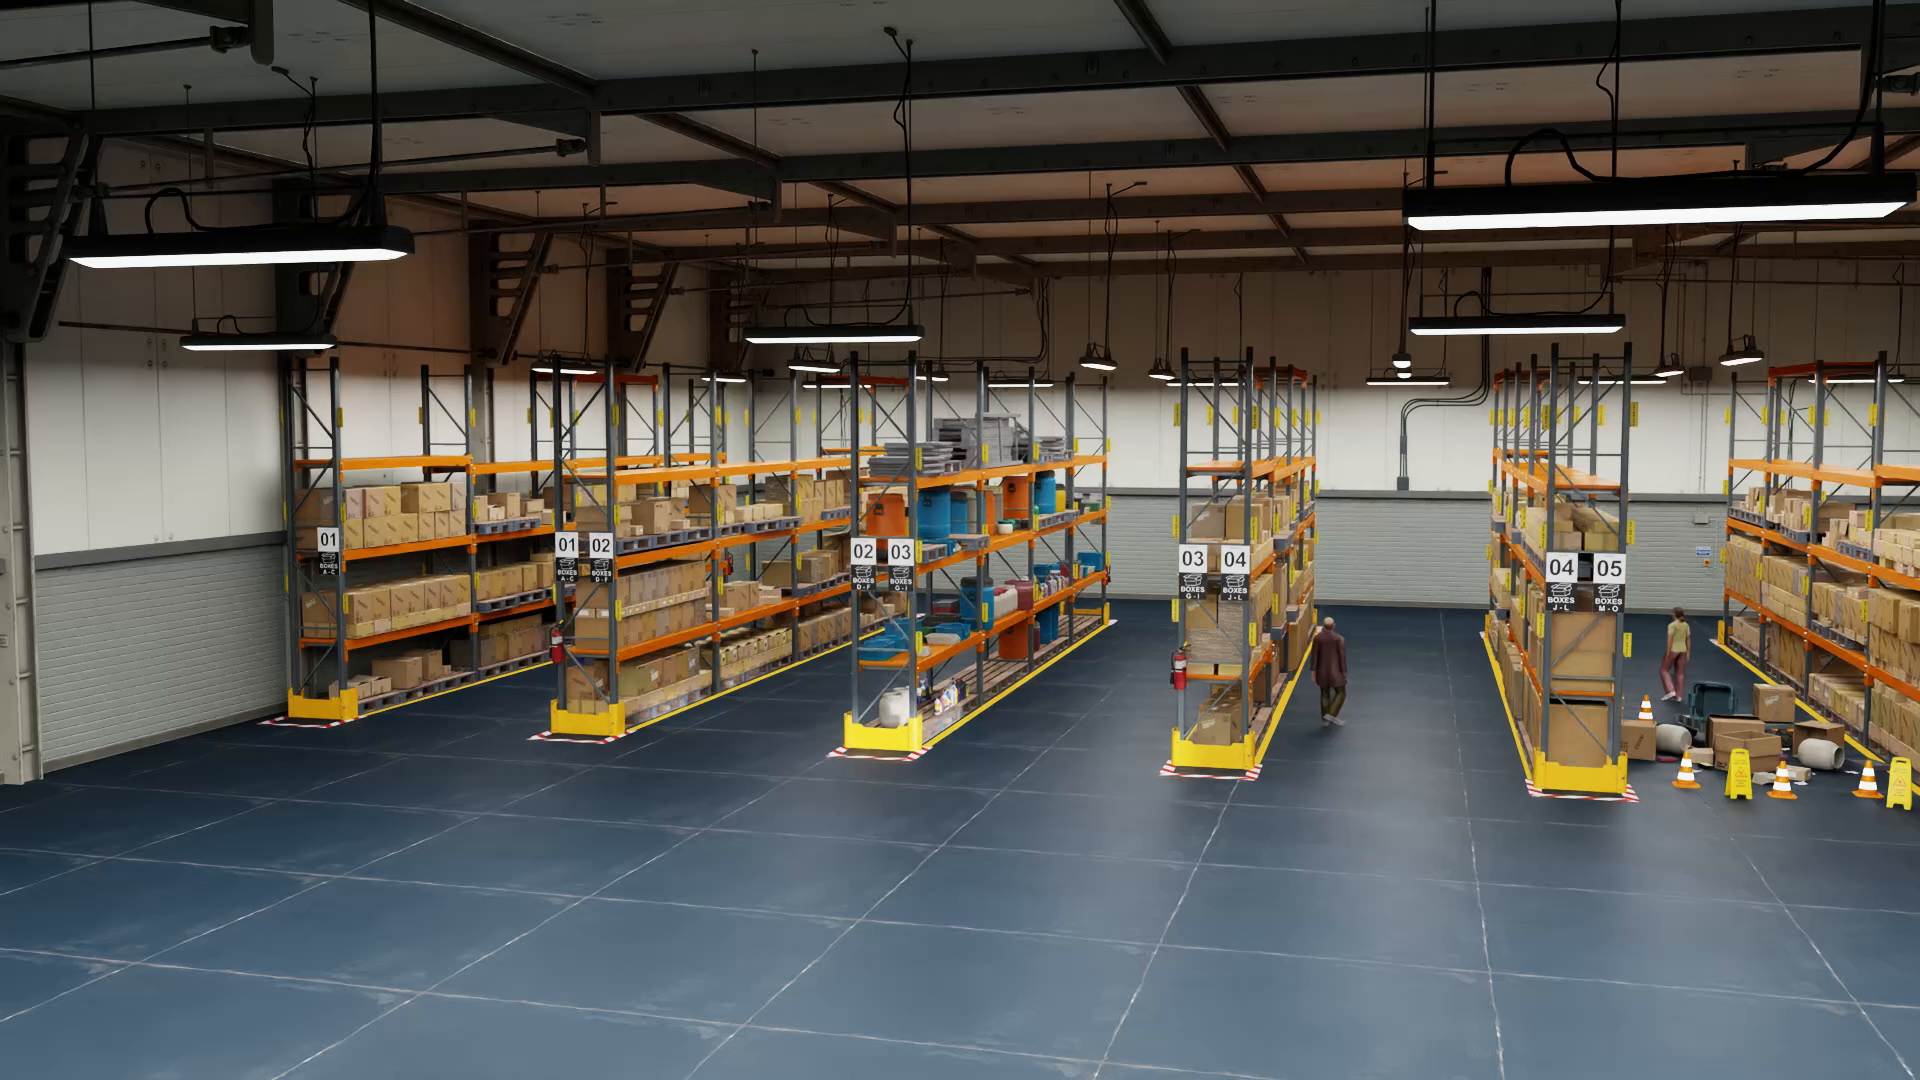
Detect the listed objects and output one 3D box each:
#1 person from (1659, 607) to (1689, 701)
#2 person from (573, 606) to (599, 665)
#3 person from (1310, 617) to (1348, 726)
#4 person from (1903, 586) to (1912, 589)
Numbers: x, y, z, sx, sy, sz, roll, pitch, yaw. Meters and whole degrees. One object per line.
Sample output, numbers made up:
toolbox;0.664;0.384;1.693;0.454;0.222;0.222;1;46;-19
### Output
person;12.649;2.031;29.393;0.491;1.712;0.362;-1;4;-15
person;-7.336;1.791;32.770;0.557;1.570;1.059;0;4;0
person;5.980;2.139;26.967;0.620;1.777;0.592;2;5;23
person;18.926;1.708;33.051;0.567;1.811;0.409;-2;5;-23
